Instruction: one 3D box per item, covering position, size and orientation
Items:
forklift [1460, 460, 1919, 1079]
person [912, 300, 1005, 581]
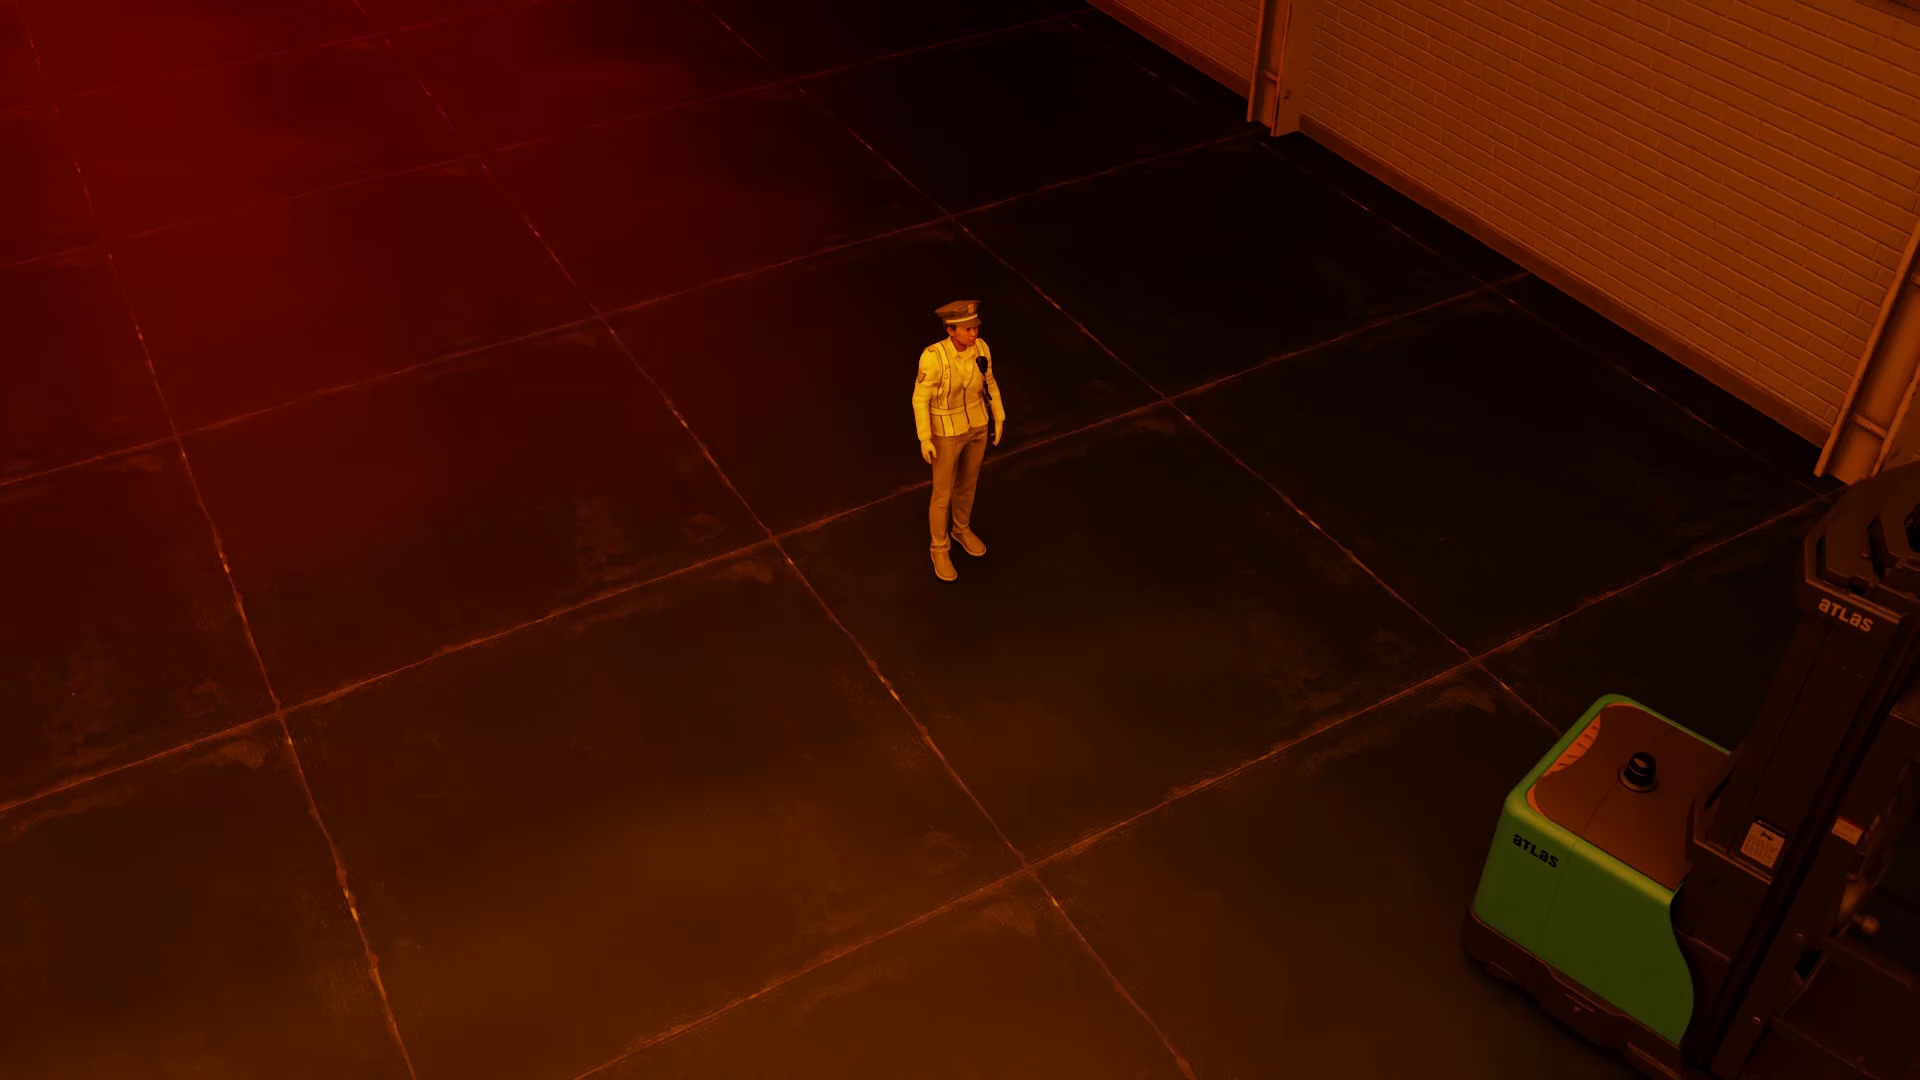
[{"bbox_3d":[3.792,1.269,6.506,3.031,2.935,1.130,32,49,32],"label":"forklift"},{"bbox_3d":[0.028,-0.617,9.738,0.586,1.694,0.530,-20,44,-23],"label":"person"}]
